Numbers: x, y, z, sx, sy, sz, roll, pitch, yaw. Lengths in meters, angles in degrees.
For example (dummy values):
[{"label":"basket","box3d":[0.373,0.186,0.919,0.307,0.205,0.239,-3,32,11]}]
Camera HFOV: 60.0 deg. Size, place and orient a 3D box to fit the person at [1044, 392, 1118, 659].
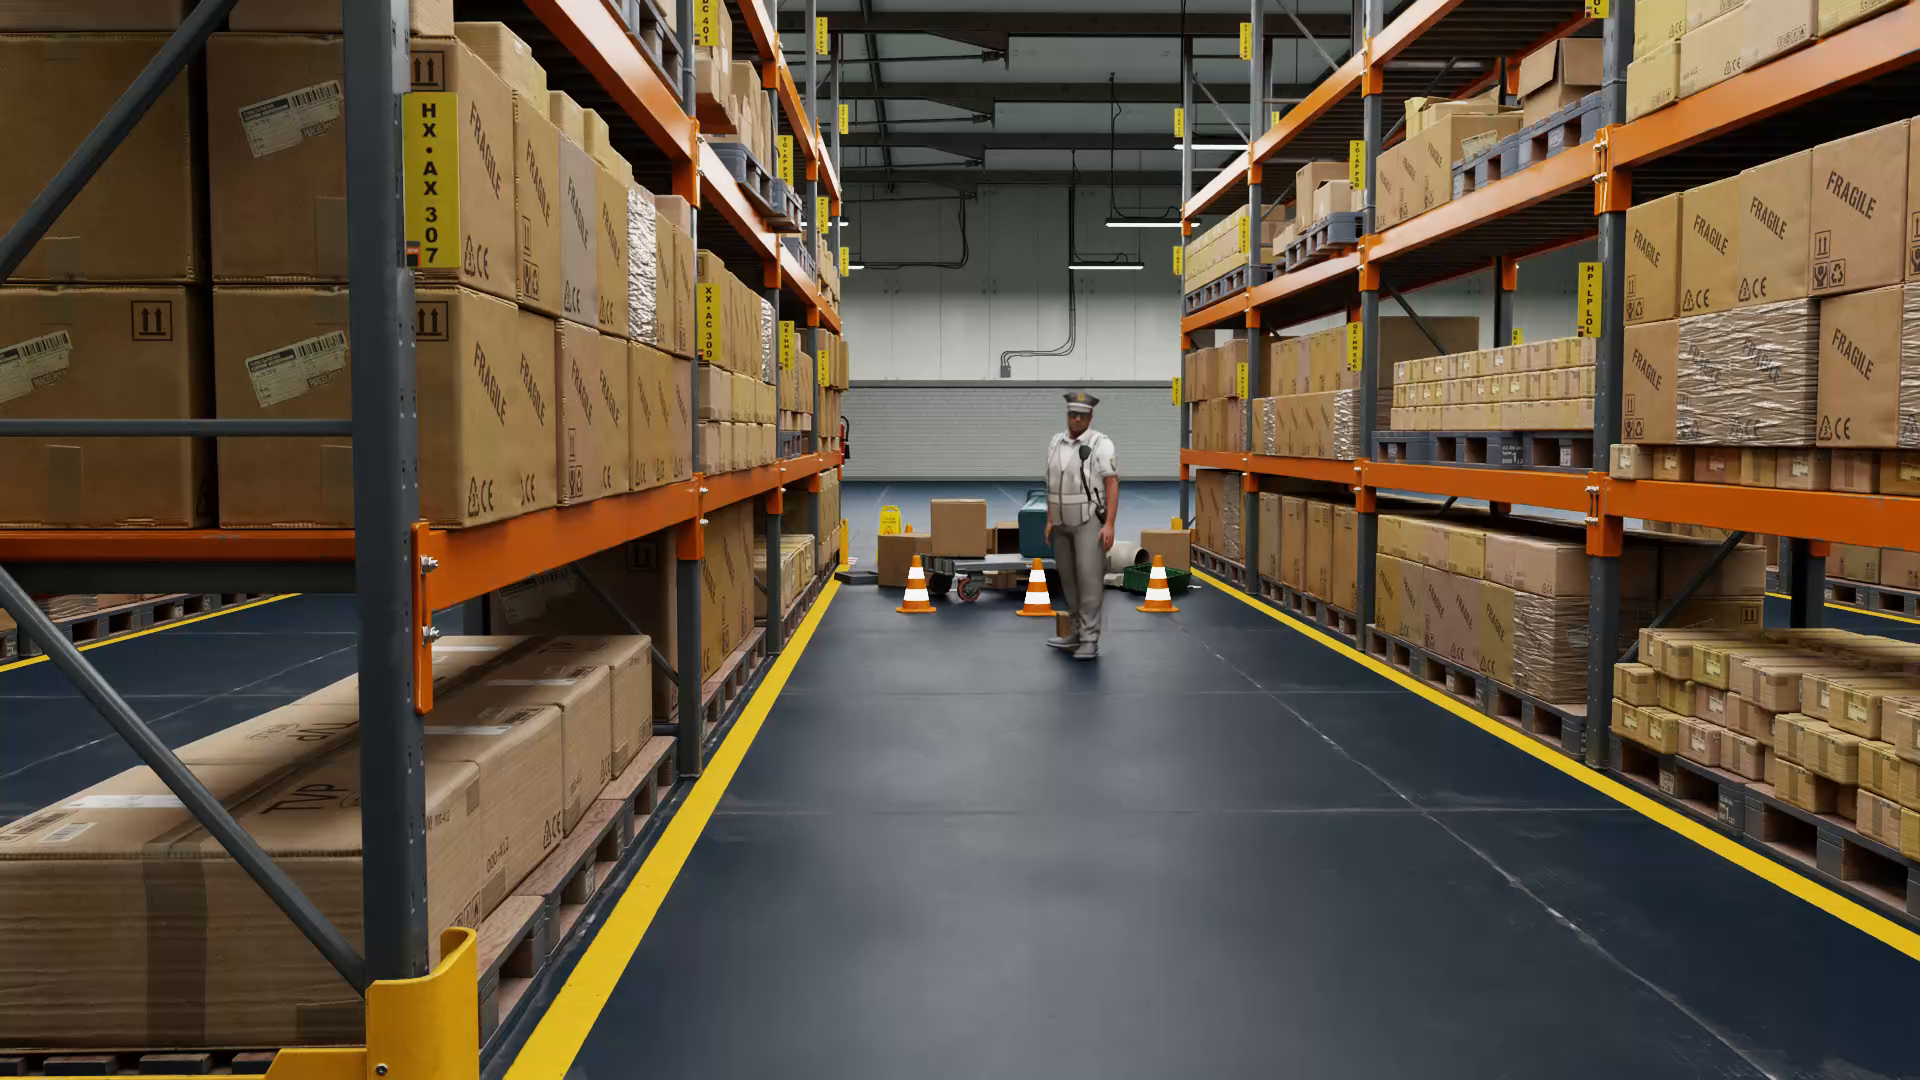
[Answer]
[{"label":"person","box3d":[0.783,-0.109,11.172,0.575,1.753,0.546,3,5,43]}]
